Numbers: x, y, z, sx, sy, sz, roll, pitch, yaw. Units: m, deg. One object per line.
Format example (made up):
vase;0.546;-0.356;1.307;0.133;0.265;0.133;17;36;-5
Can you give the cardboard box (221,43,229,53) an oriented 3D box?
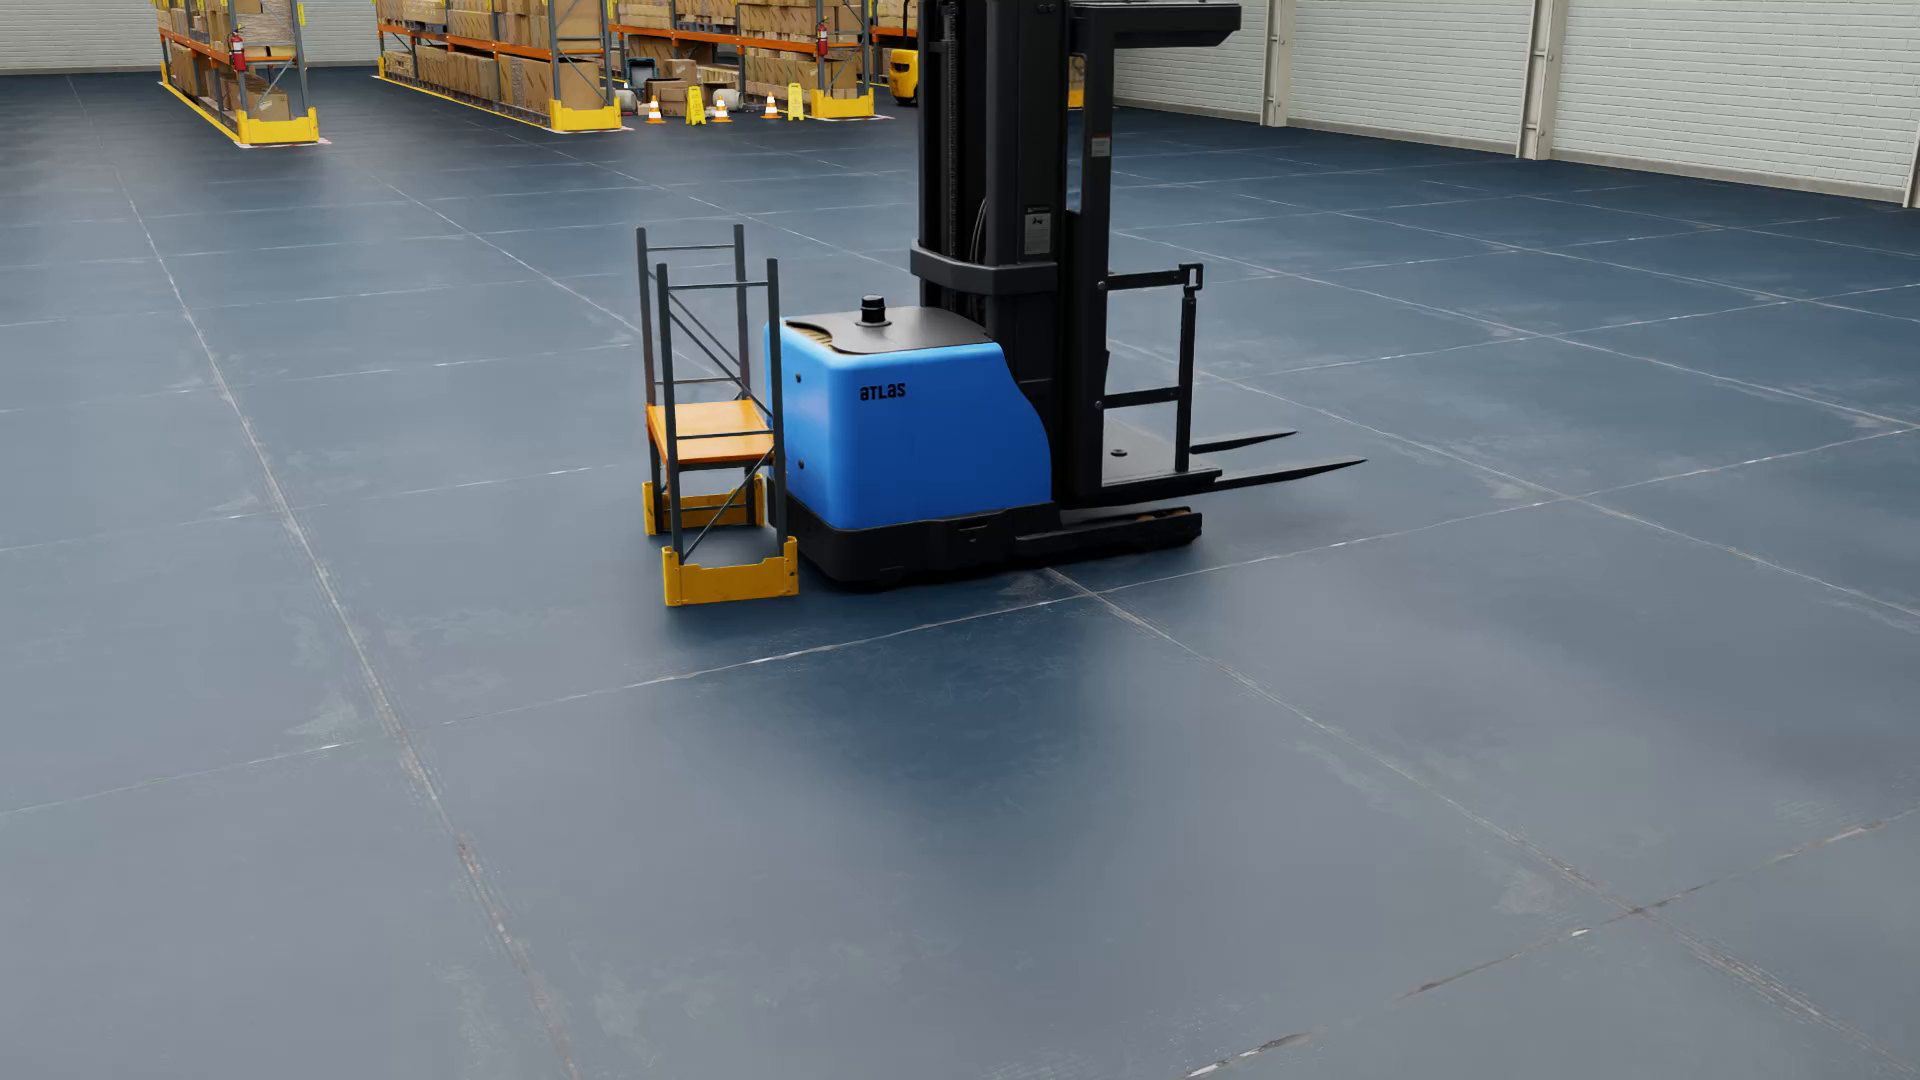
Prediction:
cardboard box;-11.997;-8.141;27.512;0.380;0.149;0.250;-10;21;-27

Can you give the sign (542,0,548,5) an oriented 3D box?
sign;-6.947;-9.114;27.808;0.100;0.325;0.005;-10;21;-27

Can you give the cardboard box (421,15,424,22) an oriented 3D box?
cardboard box;-11.505;-11.351;36.169;0.380;0.149;0.250;-9;21;-25

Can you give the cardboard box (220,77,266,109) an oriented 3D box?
cardboard box;-13.048;-8.150;30.310;0.700;0.500;0.500;-12;22;-31

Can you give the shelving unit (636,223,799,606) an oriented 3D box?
shelving unit;-1.141;-0.611;7.602;0.587;1.500;1.083;-5;20;-14

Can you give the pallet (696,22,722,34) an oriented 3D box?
pallet;-4.977;-10.975;35.632;1.003;0.211;1.213;-10;21;-27

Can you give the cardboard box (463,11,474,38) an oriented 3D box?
cardboard box;-9.568;-10.275;33.155;0.500;0.500;0.500;-10;22;-27

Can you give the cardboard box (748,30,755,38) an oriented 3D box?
cardboard box;-4.021;-10.156;33.350;0.380;0.149;0.250;-9;21;-25

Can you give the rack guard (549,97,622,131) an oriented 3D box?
rack guard;-6.451;-7.347;28.656;1.175;0.500;0.348;-10;21;-27

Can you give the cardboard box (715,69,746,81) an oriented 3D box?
cardboard box;-4.649;-9.792;35.294;0.950;0.372;0.625;-9;21;-23

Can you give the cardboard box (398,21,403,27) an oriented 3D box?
cardboard box;-13.051;-12.201;39.277;0.380;0.149;0.250;-11;22;-29

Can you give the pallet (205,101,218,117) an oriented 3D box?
pallet;-13.729;-8.200;31.571;1.003;0.211;1.213;-10;21;-27

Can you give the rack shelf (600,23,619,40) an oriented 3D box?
rack shelf;-8.802;-13.010;42.338;1.077;0.370;4.000;-10;21;-27

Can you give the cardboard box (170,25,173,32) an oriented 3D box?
cardboard box;-17.007;-11.159;36.256;0.380;0.149;0.250;-10;21;-26

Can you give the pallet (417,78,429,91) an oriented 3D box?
pallet;-11.790;-10.439;38.059;1.003;0.211;1.213;-10;21;-27

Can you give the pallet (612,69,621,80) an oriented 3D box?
pallet;-8.145;-11.688;41.680;1.003;0.211;1.213;-10;21;-27

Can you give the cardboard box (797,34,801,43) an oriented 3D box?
cardboard box;-2.841;-9.419;31.214;0.380;0.149;0.250;-10;22;-28

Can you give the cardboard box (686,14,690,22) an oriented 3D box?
cardboard box;-5.768;-11.413;36.349;0.380;0.149;0.250;-12;22;-30

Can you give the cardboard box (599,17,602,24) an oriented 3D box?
cardboard box;-8.798;-13.205;41.649;0.500;0.500;0.500;-10;22;-27

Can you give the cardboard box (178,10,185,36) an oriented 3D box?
cardboard box;-15.608;-10.536;33.912;0.500;0.500;0.500;-11;22;-28

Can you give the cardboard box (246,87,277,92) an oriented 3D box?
cardboard box;-11.752;-7.344;28.003;0.500;0.500;0.500;-8;21;-22

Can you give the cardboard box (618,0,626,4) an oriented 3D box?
cardboard box;-7.896;-13.125;39.882;0.500;0.500;0.500;-10;21;-26

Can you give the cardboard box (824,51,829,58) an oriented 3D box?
cardboard box;-3.193;-12.237;42.185;0.500;0.500;0.500;-10;22;-27

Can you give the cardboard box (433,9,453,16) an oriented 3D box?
cardboard box;-10.897;-11.123;35.054;0.380;0.149;0.250;-9;21;-26

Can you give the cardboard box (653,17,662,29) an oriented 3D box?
cardboard box;-6.678;-11.806;37.976;0.500;0.250;0.500;-10;21;-26

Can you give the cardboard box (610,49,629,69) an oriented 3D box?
cardboard box;-8.482;-12.217;42.221;0.875;0.438;0.875;-11;22;-28

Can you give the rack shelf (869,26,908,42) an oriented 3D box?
rack shelf;-2.536;-12.631;41.242;1.077;0.370;4.000;-10;21;-27

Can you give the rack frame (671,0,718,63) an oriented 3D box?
rack frame;-5.953;-11.627;37.229;1.000;3.000;0.127;-10;21;-27

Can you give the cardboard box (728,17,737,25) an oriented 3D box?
cardboard box;-4.541;-10.664;34.178;0.380;0.149;0.250;-10;21;-26

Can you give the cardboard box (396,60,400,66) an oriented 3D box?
cardboard box;-13.527;-11.634;40.518;0.380;0.149;0.250;-11;22;-29

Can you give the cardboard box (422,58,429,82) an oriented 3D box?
cardboard box;-11.791;-10.592;37.417;0.500;0.500;0.500;-9;21;-24

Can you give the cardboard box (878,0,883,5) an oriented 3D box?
cardboard box;-1.694;-12.614;38.941;0.380;0.149;0.250;-9;21;-25

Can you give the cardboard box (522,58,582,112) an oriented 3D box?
cardboard box;-7.262;-8.166;29.811;0.875;0.875;0.875;-10;22;-28

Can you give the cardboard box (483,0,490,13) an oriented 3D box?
cardboard box;-8.849;-10.492;32.254;0.700;0.500;0.500;-10;22;-28

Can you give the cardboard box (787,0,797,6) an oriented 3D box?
cardboard box;-2.823;-10.251;31.097;0.700;0.500;0.500;-10;21;-26

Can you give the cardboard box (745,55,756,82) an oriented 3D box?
cardboard box;-4.011;-9.521;33.547;0.500;0.500;0.500;-9;21;-24

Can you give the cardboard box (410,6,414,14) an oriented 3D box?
cardboard box;-12.007;-11.793;36.995;0.380;0.149;0.250;-11;22;-29

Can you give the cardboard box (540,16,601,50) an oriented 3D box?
cardboard box;-6.679;-8.706;28.532;0.875;0.550;0.550;-10;21;-27

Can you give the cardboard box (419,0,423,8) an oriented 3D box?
cardboard box;-11.510;-11.634;36.077;0.380;0.149;0.250;-9;21;-24

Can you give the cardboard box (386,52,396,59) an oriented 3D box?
cardboard box;-13.867;-11.905;40.847;0.380;0.149;0.250;-10;21;-27

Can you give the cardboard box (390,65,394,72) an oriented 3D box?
cardboard box;-13.748;-11.556;40.749;0.380;0.149;0.250;-10;21;-26

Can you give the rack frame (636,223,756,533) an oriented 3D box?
rack frame;-1.270;-0.768;8.058;0.500;1.500;0.032;-5;20;-14

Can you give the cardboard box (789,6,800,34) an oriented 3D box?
cardboard box;-2.888;-9.776;31.256;0.500;0.500;0.500;-10;21;-27

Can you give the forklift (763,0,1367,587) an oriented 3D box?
forklift;0.613;-1.484;7.939;3.031;2.935;1.130;-9;21;-24

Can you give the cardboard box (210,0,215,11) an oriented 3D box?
cardboard box;-12.309;-9.149;27.905;0.500;0.500;0.500;-10;21;-27

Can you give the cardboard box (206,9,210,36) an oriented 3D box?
cardboard box;-12.616;-8.993;28.986;0.875;0.500;0.500;-10;21;-27

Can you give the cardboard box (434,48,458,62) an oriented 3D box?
cardboard box;-11.066;-10.502;36.007;0.500;0.250;0.500;-10;21;-26

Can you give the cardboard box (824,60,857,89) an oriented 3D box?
cardboard box;-2.306;-8.865;31.646;0.500;0.500;0.500;-11;22;-28

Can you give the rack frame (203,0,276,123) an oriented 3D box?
rack frame;-12.775;-8.944;29.453;1.000;3.000;0.127;-10;21;-27

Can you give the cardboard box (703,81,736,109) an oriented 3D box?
cardboard box;-4.742;-8.780;32.807;0.500;0.500;0.500;4;19;11

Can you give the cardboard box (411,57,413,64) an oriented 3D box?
cardboard box;-12.559;-11.174;38.730;0.380;0.149;0.250;-9;21;-25

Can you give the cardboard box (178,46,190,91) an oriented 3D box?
cardboard box;-15.400;-9.745;34.387;1.225;0.875;0.875;-10;21;-26

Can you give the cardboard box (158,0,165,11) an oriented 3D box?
cardboard box;-17.994;-12.342;37.925;0.500;0.500;0.500;-11;22;-28
